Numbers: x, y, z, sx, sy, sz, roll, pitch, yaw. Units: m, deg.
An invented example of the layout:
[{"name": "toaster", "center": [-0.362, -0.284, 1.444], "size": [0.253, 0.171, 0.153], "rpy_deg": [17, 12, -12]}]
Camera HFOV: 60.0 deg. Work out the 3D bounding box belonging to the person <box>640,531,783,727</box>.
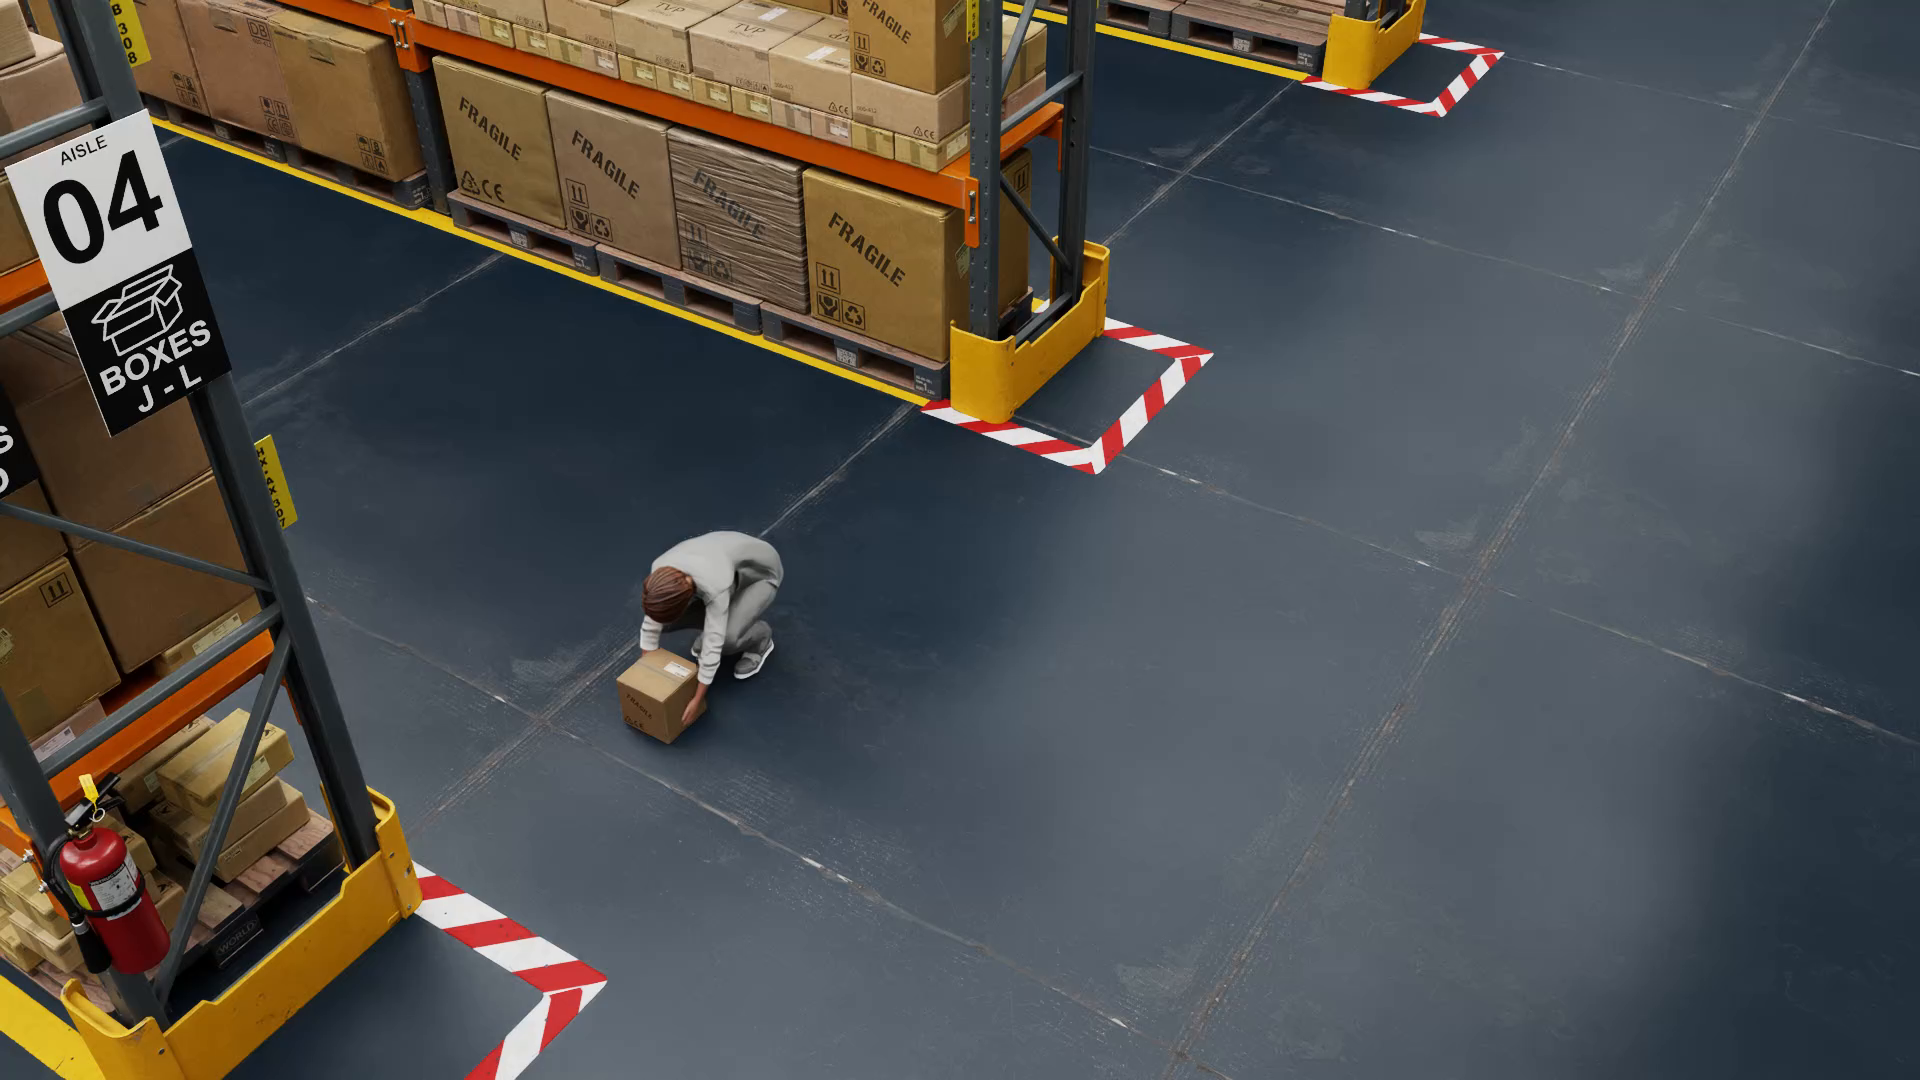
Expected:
[{"name": "person", "center": [-1.056, 0.267, 7.017], "size": [0.436, 0.772, 0.804], "rpy_deg": [22, 44, 25]}]
